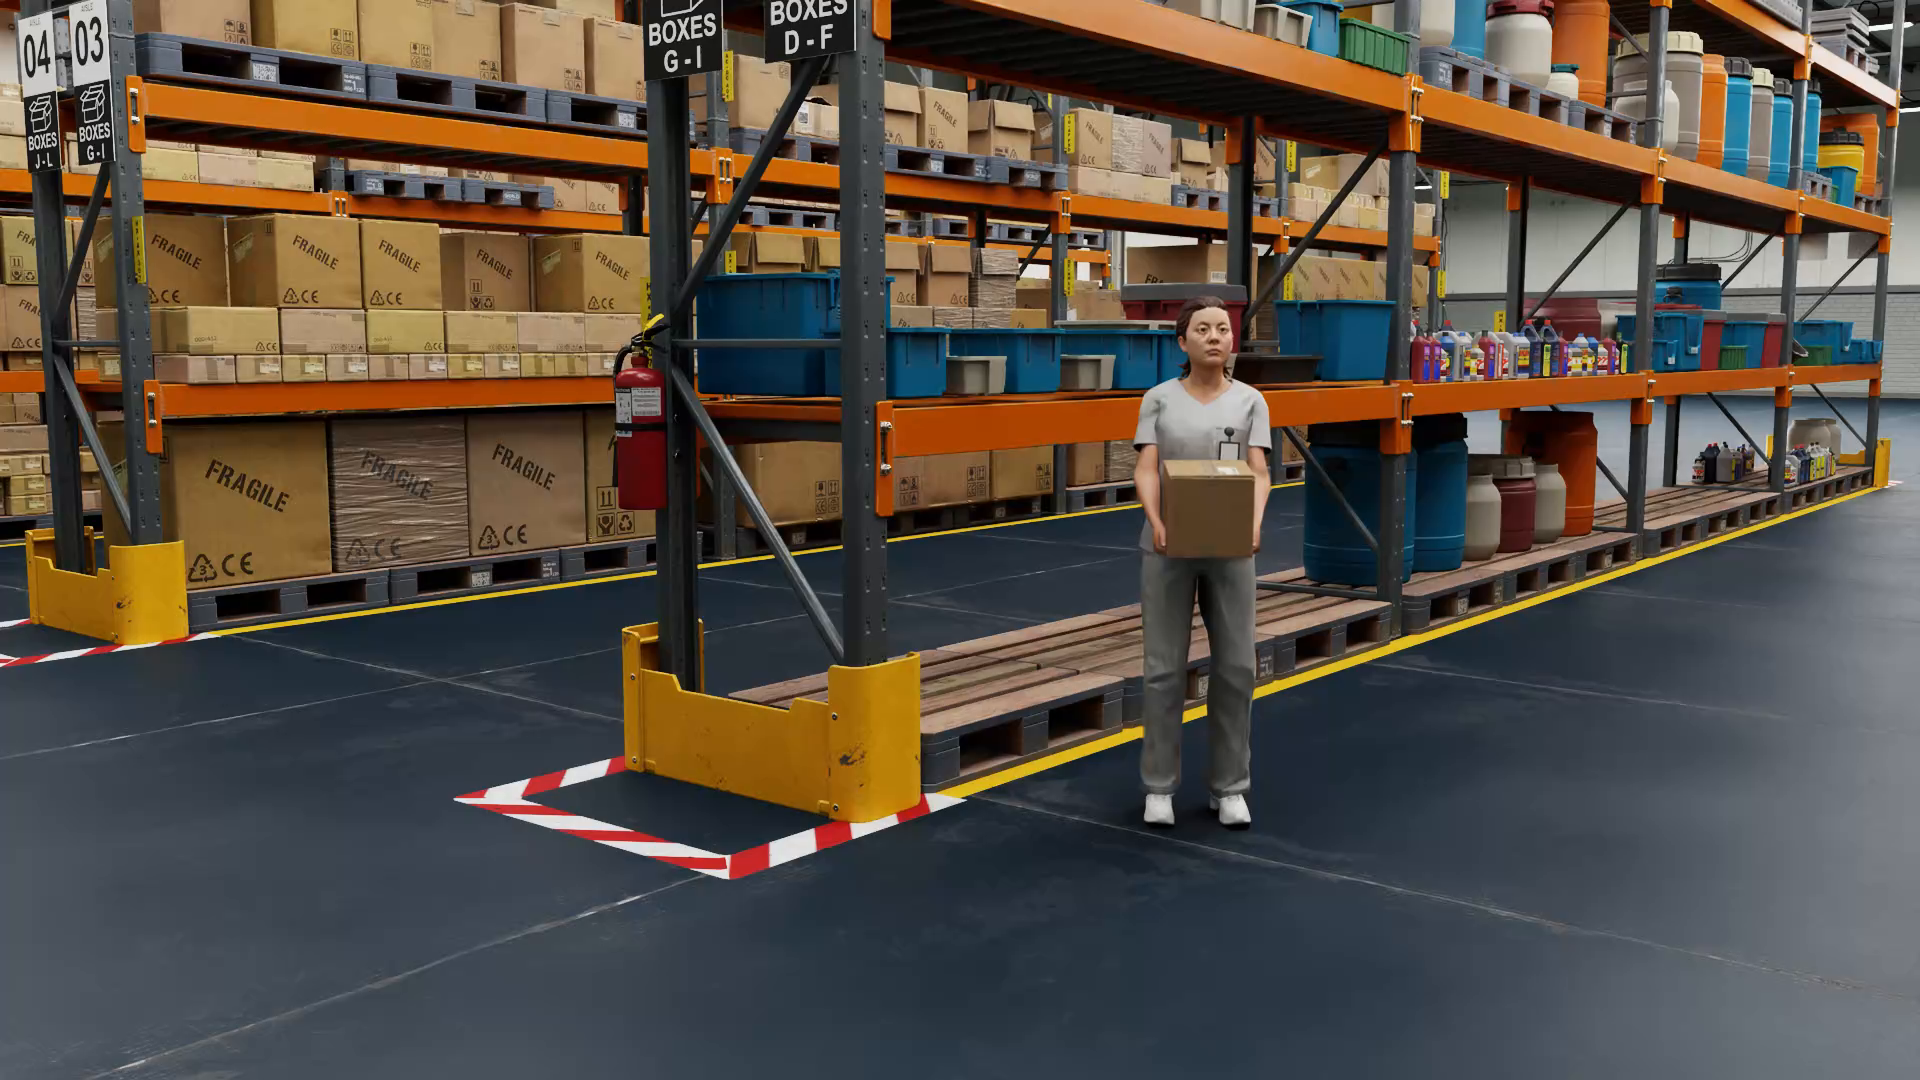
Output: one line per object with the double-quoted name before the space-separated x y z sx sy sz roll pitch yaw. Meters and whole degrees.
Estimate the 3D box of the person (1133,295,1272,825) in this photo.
"person" 0.760 0.068 5.219 0.438 1.662 0.553 0 7 3
